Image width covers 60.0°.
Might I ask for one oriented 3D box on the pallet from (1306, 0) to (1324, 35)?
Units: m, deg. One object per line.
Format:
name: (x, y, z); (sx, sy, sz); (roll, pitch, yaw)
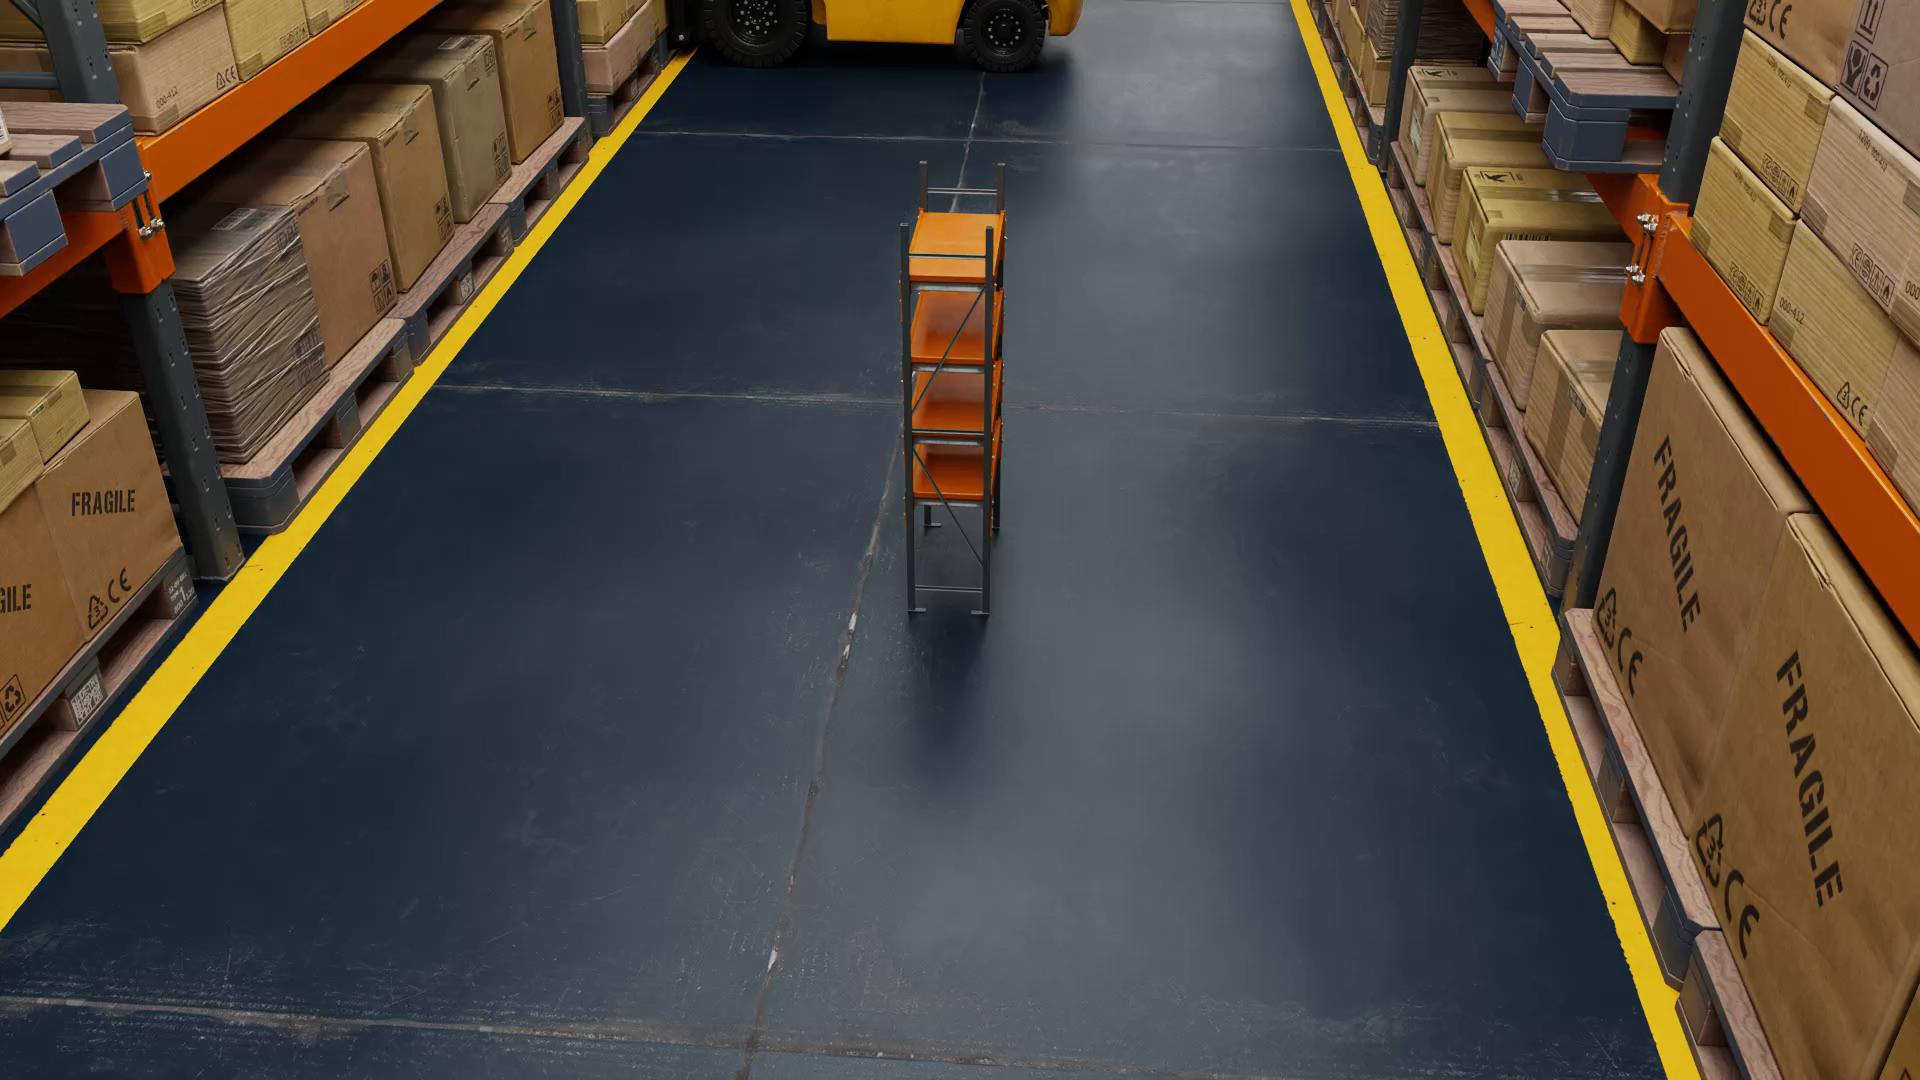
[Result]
pallet: (2.783, -3.520, 10.760); (1.003, 0.211, 1.213); (2, 32, 4)

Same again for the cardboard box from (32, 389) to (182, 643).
cardboard box: (-2.528, -0.081, 4.505); (0.500, 0.500, 0.500); (3, 32, 5)

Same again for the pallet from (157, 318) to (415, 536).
pallet: (-2.602, -0.439, 5.760); (1.003, 0.211, 1.213); (2, 32, 4)

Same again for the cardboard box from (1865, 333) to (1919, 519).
cardboard box: (1.876, -0.134, 2.752); (0.500, 0.250, 0.500); (3, 32, 6)

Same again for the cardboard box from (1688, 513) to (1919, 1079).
cardboard box: (2.024, 0.563, 3.103); (0.875, 0.875, 0.875); (3, 32, 5)

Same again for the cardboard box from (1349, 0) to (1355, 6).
cardboard box: (2.426, -3.260, 9.186); (0.500, 0.500, 0.500); (4, 32, 7)

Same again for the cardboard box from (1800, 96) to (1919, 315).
cardboard box: (1.909, -0.611, 3.049); (0.500, 0.250, 0.500); (3, 32, 5)

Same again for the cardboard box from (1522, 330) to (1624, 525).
cardboard box: (2.296, -0.342, 5.050); (0.950, 0.372, 0.625); (0, 32, 1)

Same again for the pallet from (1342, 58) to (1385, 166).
pallet: (2.585, -2.244, 8.690); (1.003, 0.211, 1.213); (2, 32, 4)

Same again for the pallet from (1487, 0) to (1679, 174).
pallet: (2.191, -1.282, 4.655); (1.213, 0.211, 1.003); (2, 32, 4)

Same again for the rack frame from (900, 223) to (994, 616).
rack frame: (-0.033, -0.297, 4.588); (0.240, 1.200, 0.015); (2, 32, 4)

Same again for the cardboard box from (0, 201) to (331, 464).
cardboard box: (-2.644, -0.690, 5.374); (0.875, 0.625, 0.625); (3, 32, 6)

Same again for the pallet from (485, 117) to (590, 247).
pallet: (-2.403, -1.714, 7.831); (1.003, 0.211, 1.213); (2, 32, 4)

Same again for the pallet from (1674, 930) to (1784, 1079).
pallet: (1.998, 1.246, 3.028); (1.003, 0.211, 1.213); (2, 32, 4)

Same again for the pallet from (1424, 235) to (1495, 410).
pallet: (2.407, -0.844, 6.419); (1.003, 0.211, 1.213); (2, 32, 4)

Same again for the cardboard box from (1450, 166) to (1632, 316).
cardboard box: (2.415, -1.124, 6.320); (0.950, 0.372, 0.625); (3, 32, 6)

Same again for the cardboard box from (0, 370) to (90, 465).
cardboard box: (-2.496, -0.319, 4.272); (0.380, 0.149, 0.250); (1, 32, 2)

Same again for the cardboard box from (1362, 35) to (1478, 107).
cardboard box: (2.345, -2.407, 8.518); (0.500, 0.250, 0.500); (4, 32, 6)

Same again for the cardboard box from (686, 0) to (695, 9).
cardboard box: (-1.900, -3.336, 10.024); (0.500, 0.250, 0.500); (3, 32, 6)

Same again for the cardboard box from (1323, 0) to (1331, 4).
cardboard box: (2.501, -3.502, 10.293); (0.500, 0.250, 0.500); (4, 32, 6)

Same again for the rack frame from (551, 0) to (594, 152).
rack frame: (-2.382, -3.288, 7.727); (1.000, 3.000, 0.127); (2, 32, 4)

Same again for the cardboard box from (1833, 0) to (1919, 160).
cardboard box: (1.925, -0.948, 2.880); (0.500, 0.500, 0.500); (3, 32, 4)

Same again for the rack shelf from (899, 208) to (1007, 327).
rack shelf: (-0.013, -0.759, 4.589); (0.258, 0.148, 0.480); (2, 32, 4)

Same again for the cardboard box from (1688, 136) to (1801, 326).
cardboard box: (1.949, -0.678, 3.634); (0.500, 0.250, 0.500); (2, 32, 3)

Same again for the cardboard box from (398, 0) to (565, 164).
cardboard box: (-2.414, -2.183, 7.796); (0.875, 0.625, 0.625); (4, 32, 6)

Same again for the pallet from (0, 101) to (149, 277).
pallet: (-2.693, -0.758, 3.803); (1.213, 0.211, 1.003); (2, 32, 4)

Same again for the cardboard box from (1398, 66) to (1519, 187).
cardboard box: (2.525, -1.864, 7.520); (0.950, 0.372, 0.625); (3, 32, 5)

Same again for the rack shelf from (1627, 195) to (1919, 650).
rack shelf: (2.077, 0.365, 2.484); (1.077, 0.370, 4.000); (2, 32, 4)

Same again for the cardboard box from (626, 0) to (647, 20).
cardboard box: (-1.996, -3.013, 9.024); (0.500, 0.250, 0.500); (2, 32, 4)

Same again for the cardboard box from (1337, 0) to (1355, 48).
cardboard box: (2.425, -2.952, 9.401); (0.500, 0.250, 0.500); (3, 32, 5)

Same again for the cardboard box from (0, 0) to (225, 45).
cardboard box: (-2.403, -1.566, 4.599); (0.500, 0.250, 0.500); (2, 32, 4)

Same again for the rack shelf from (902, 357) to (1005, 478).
rack shelf: (-0.013, -0.367, 4.830); (0.258, 0.148, 0.480); (2, 32, 4)

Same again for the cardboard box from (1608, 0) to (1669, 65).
cardboard box: (1.981, -1.383, 4.475); (0.380, 0.149, 0.250); (3, 32, 5)

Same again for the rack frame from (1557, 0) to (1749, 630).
rack frame: (2.240, -0.987, 3.992); (1.000, 3.000, 0.127); (2, 32, 4)

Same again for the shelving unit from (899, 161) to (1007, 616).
shelving unit: (-0.013, -0.424, 4.795); (0.258, 1.200, 0.503); (2, 32, 4)

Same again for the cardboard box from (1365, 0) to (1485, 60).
cardboard box: (2.346, -2.727, 8.321); (0.500, 0.500, 0.500); (2, 32, 3)

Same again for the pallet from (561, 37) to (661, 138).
pallet: (-2.276, -2.515, 9.130); (1.003, 0.211, 1.213); (2, 32, 4)

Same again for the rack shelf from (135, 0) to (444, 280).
rack shelf: (-2.545, -1.936, 6.219); (1.077, 0.370, 4.000); (2, 32, 4)

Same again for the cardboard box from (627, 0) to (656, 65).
cardboard box: (-1.987, -2.802, 9.158); (0.500, 0.250, 0.500); (2, 32, 3)

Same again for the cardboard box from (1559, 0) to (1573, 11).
cardboard box: (1.986, -1.648, 4.905); (0.380, 0.149, 0.250); (1, 32, 2)

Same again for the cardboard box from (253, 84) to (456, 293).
cardboard box: (-2.544, -1.384, 6.500); (0.875, 0.625, 0.625); (1, 32, 2)

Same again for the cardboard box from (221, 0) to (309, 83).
cardboard box: (-2.382, -1.617, 5.158); (0.500, 0.250, 0.500); (2, 32, 3)
